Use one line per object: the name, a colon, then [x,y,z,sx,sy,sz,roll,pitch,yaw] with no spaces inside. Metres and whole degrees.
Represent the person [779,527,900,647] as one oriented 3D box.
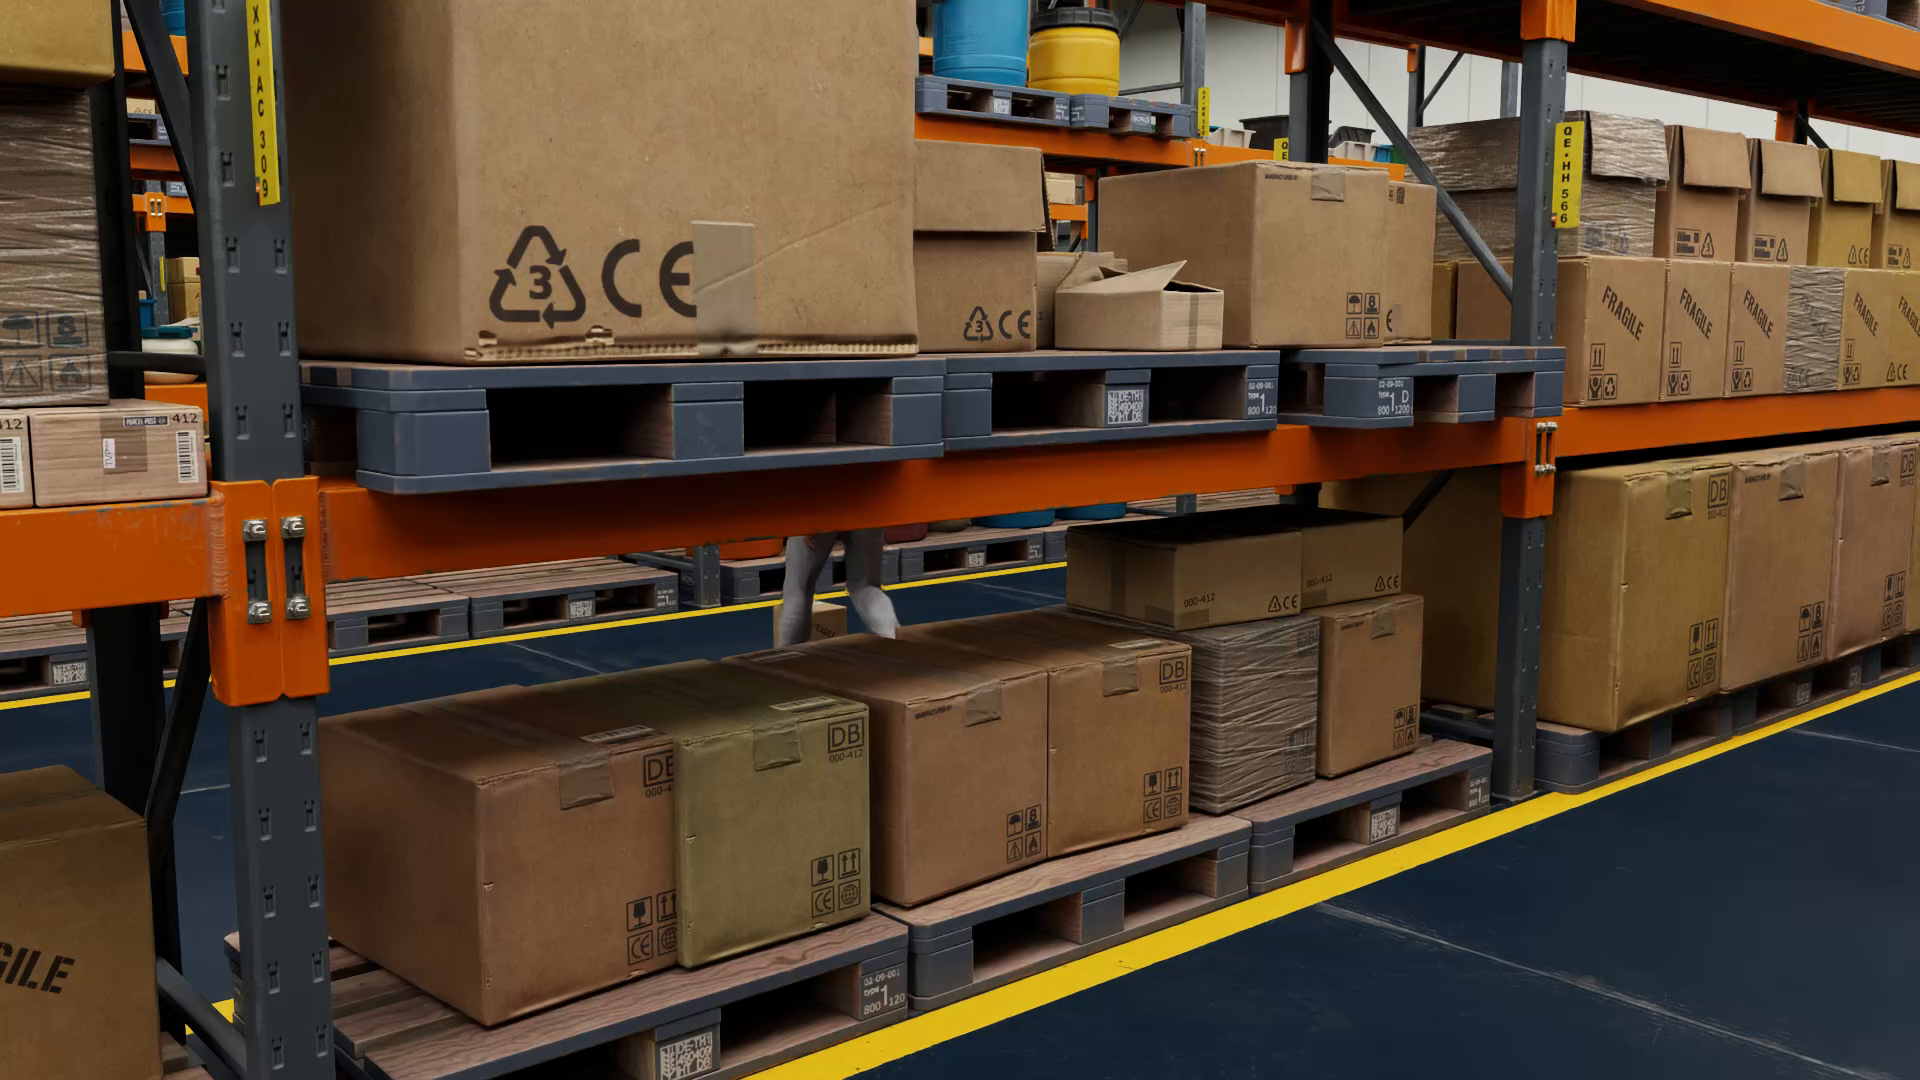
person: [-0.505,-0.129,6.772,0.519,1.631,0.686,-3,8,-22]
